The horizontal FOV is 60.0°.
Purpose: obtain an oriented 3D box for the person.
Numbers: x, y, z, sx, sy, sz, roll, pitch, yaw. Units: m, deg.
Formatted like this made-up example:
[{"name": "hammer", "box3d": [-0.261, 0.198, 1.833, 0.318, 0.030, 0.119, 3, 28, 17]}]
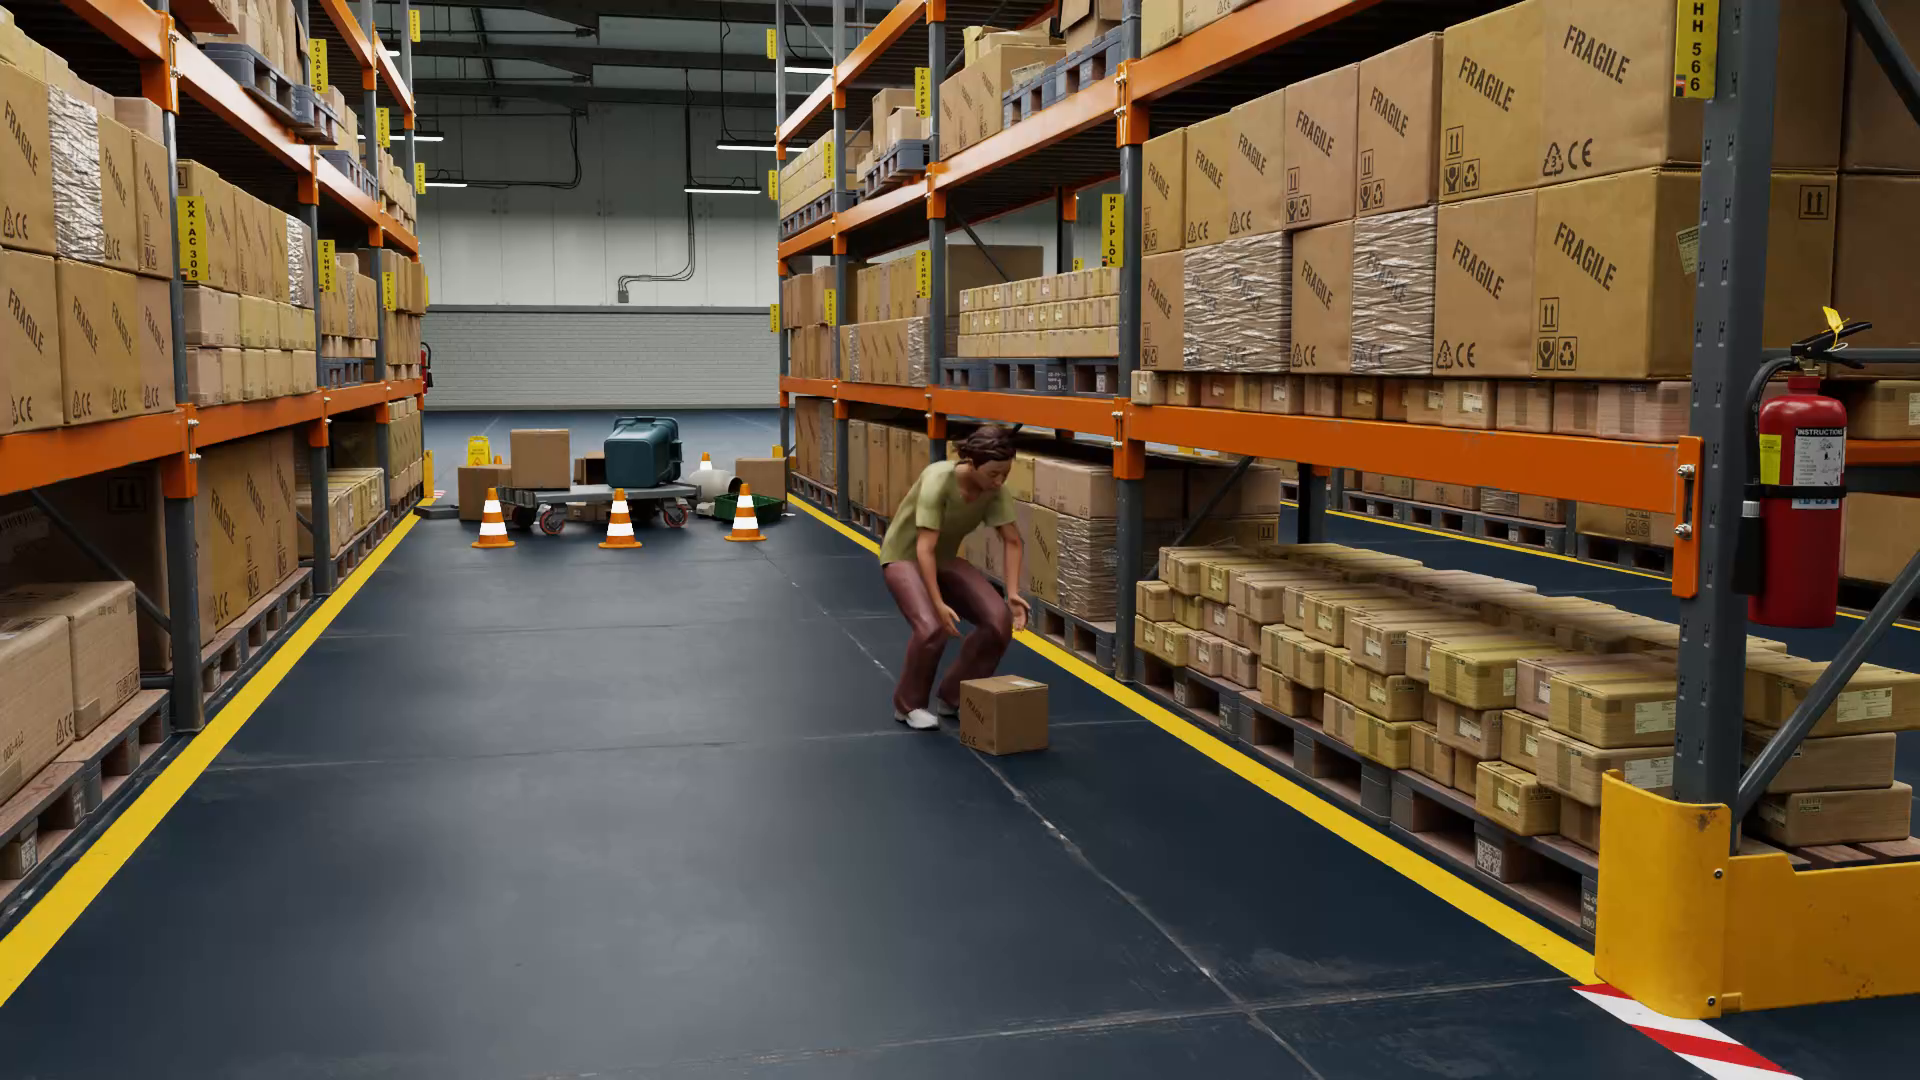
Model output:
[{"name": "person", "box3d": [-0.016, 0.144, 6.827, 0.510, 1.246, 0.709, -4, 7, -32]}]
